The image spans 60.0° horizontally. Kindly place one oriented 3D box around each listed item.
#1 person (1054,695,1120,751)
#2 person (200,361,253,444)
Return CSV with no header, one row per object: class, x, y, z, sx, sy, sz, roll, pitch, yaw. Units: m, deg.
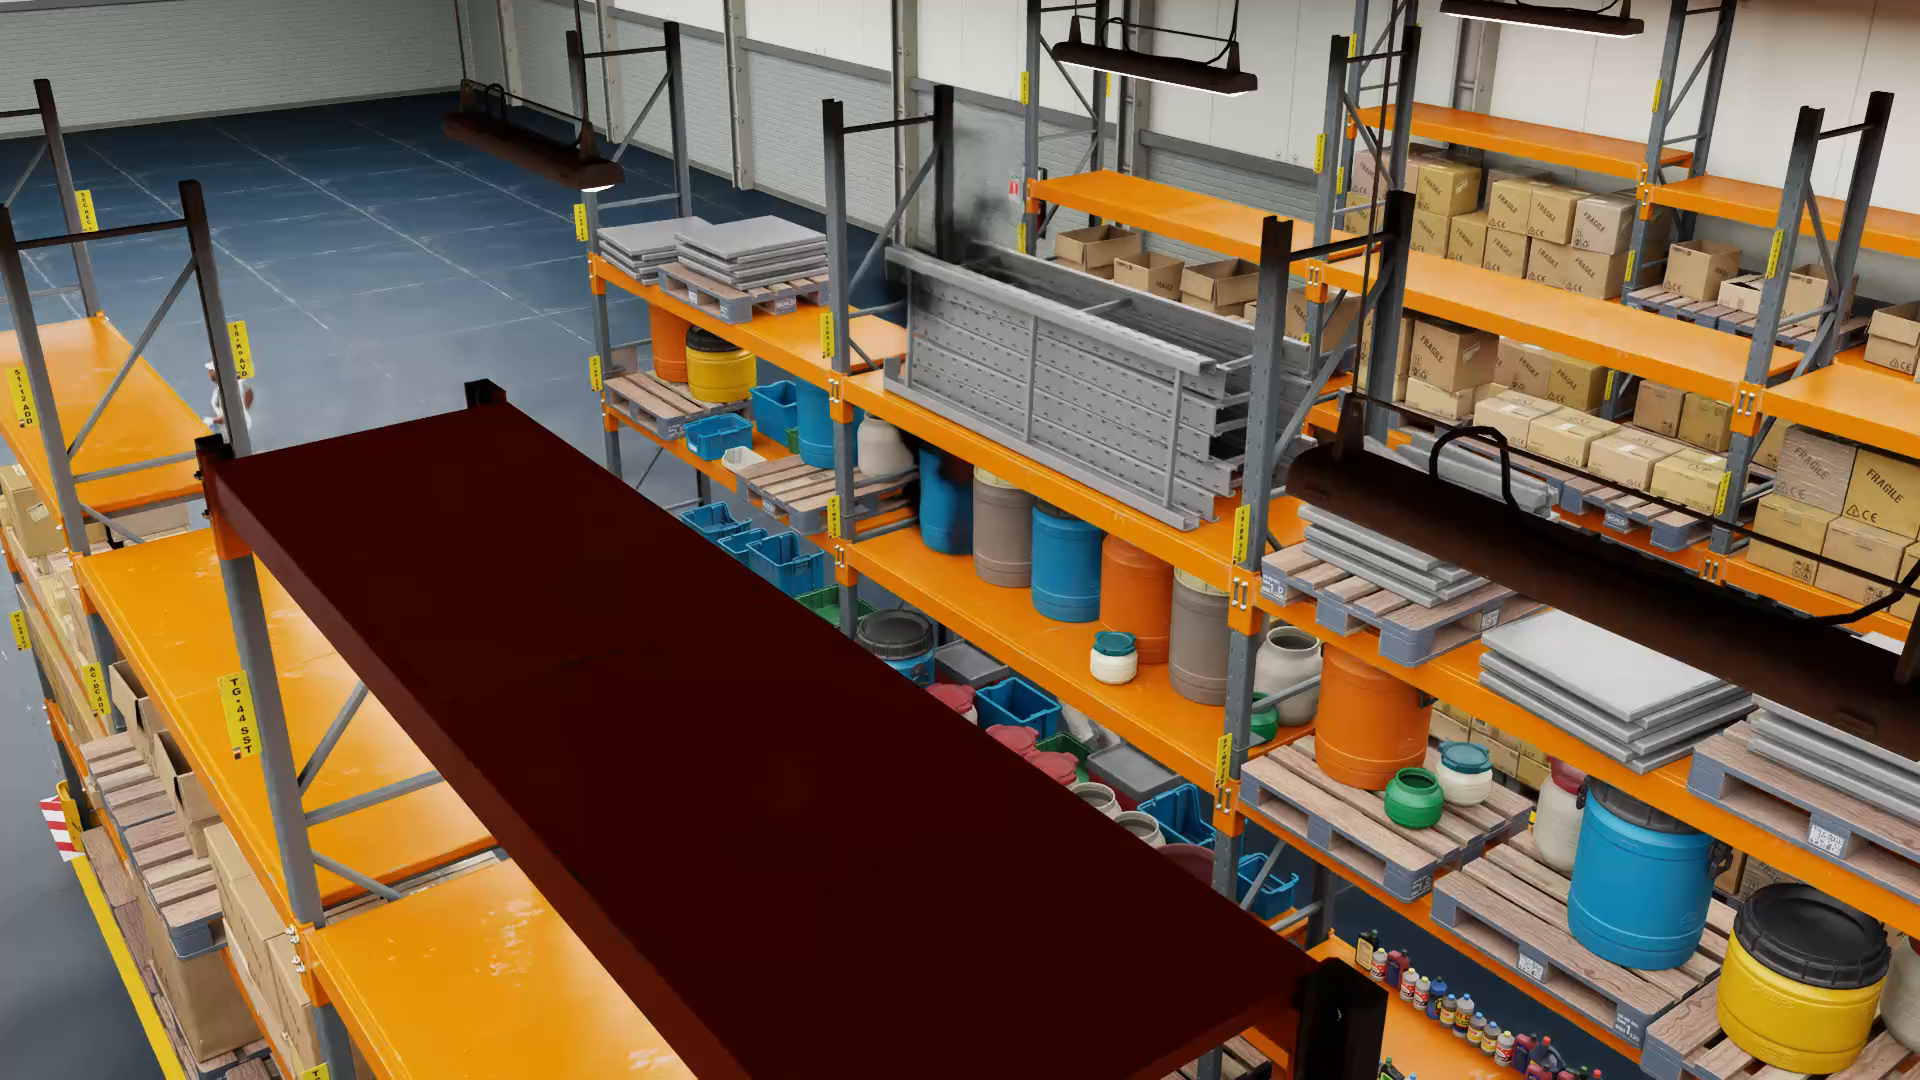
person,1.109,1.060,14.441,0.688,1.814,0.755,-22,32,-39
person,-8.668,-1.350,19.822,0.738,1.721,0.609,-7,26,-15
